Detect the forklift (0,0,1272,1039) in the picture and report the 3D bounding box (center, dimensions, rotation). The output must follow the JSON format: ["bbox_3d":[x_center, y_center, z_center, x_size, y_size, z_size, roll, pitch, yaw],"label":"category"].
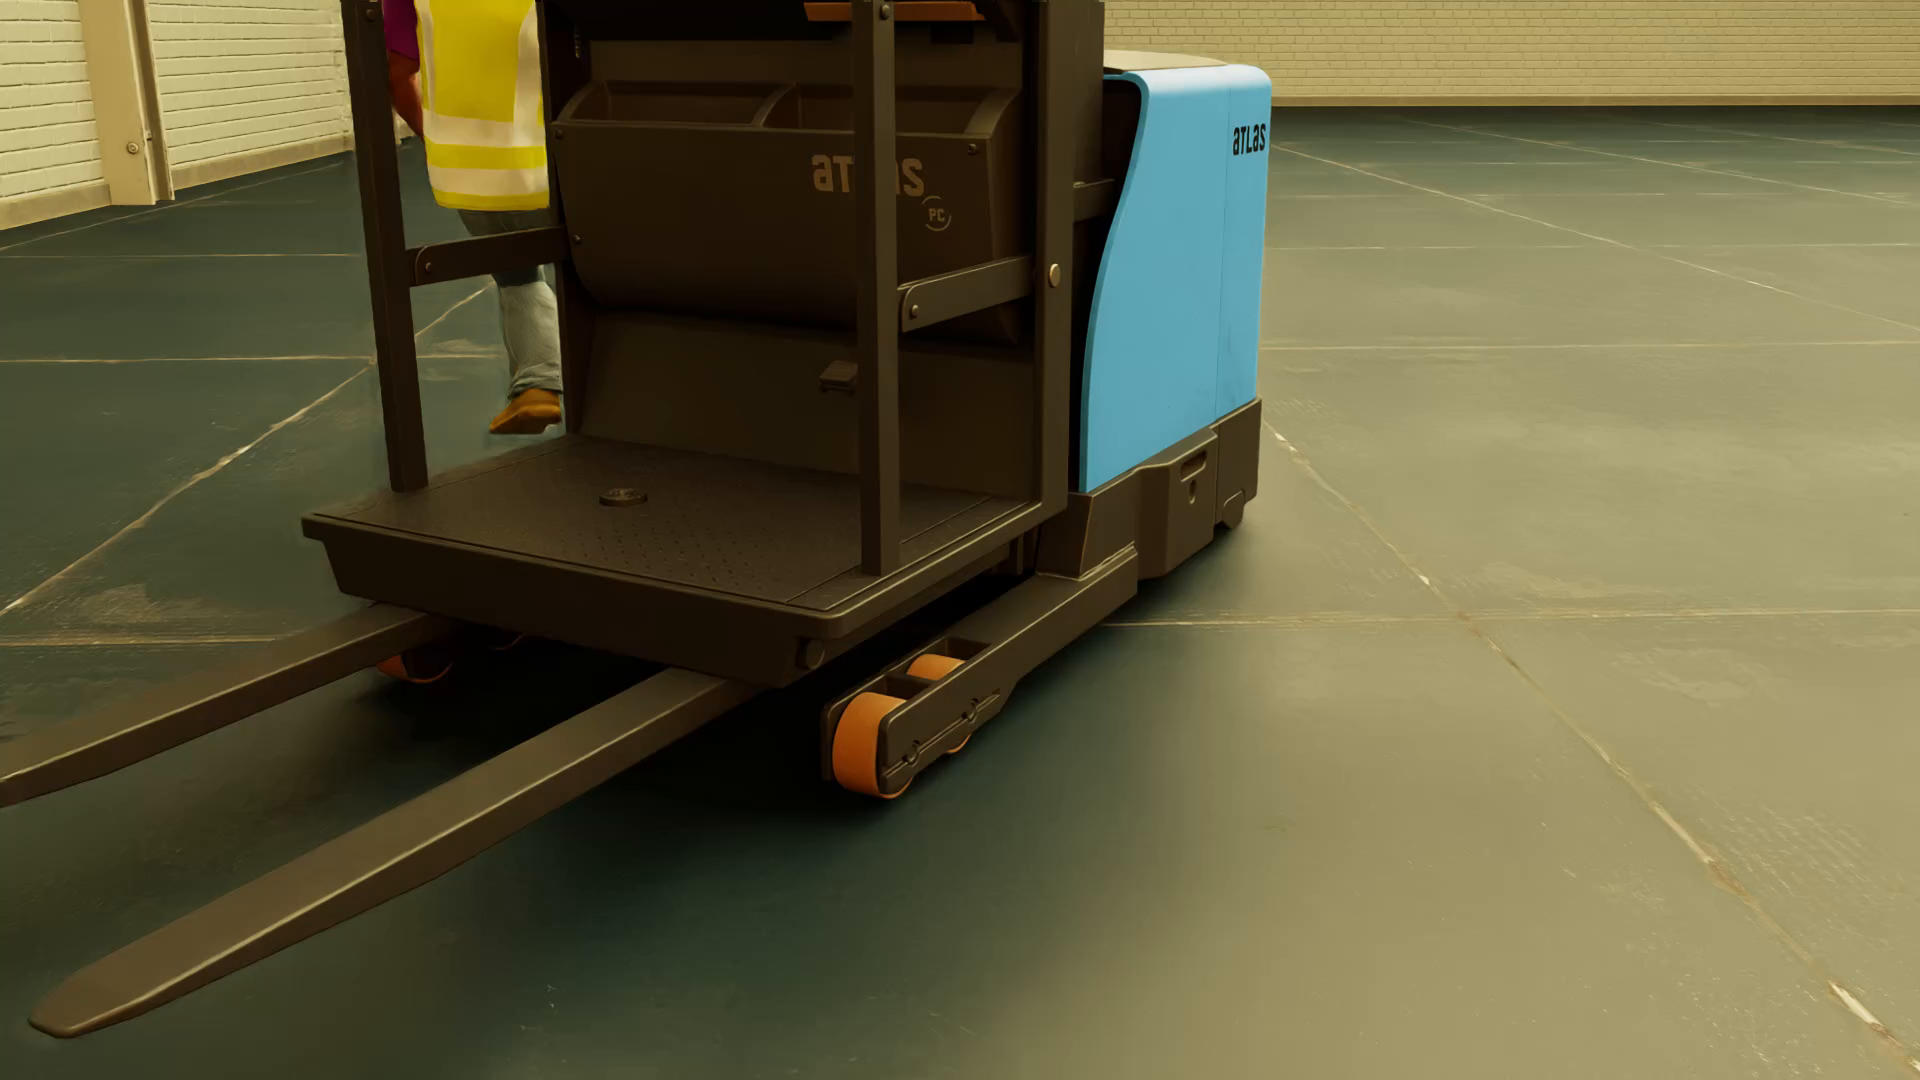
[{"bbox_3d":[-0.428,-1.147,2.657,1.130,2.935,3.031,9,19,27],"label":"forklift"}]

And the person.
[{"bbox_3d":[-1.013,-0.933,4.225,0.834,1.678,0.581,5,18,17],"label":"person"}]
